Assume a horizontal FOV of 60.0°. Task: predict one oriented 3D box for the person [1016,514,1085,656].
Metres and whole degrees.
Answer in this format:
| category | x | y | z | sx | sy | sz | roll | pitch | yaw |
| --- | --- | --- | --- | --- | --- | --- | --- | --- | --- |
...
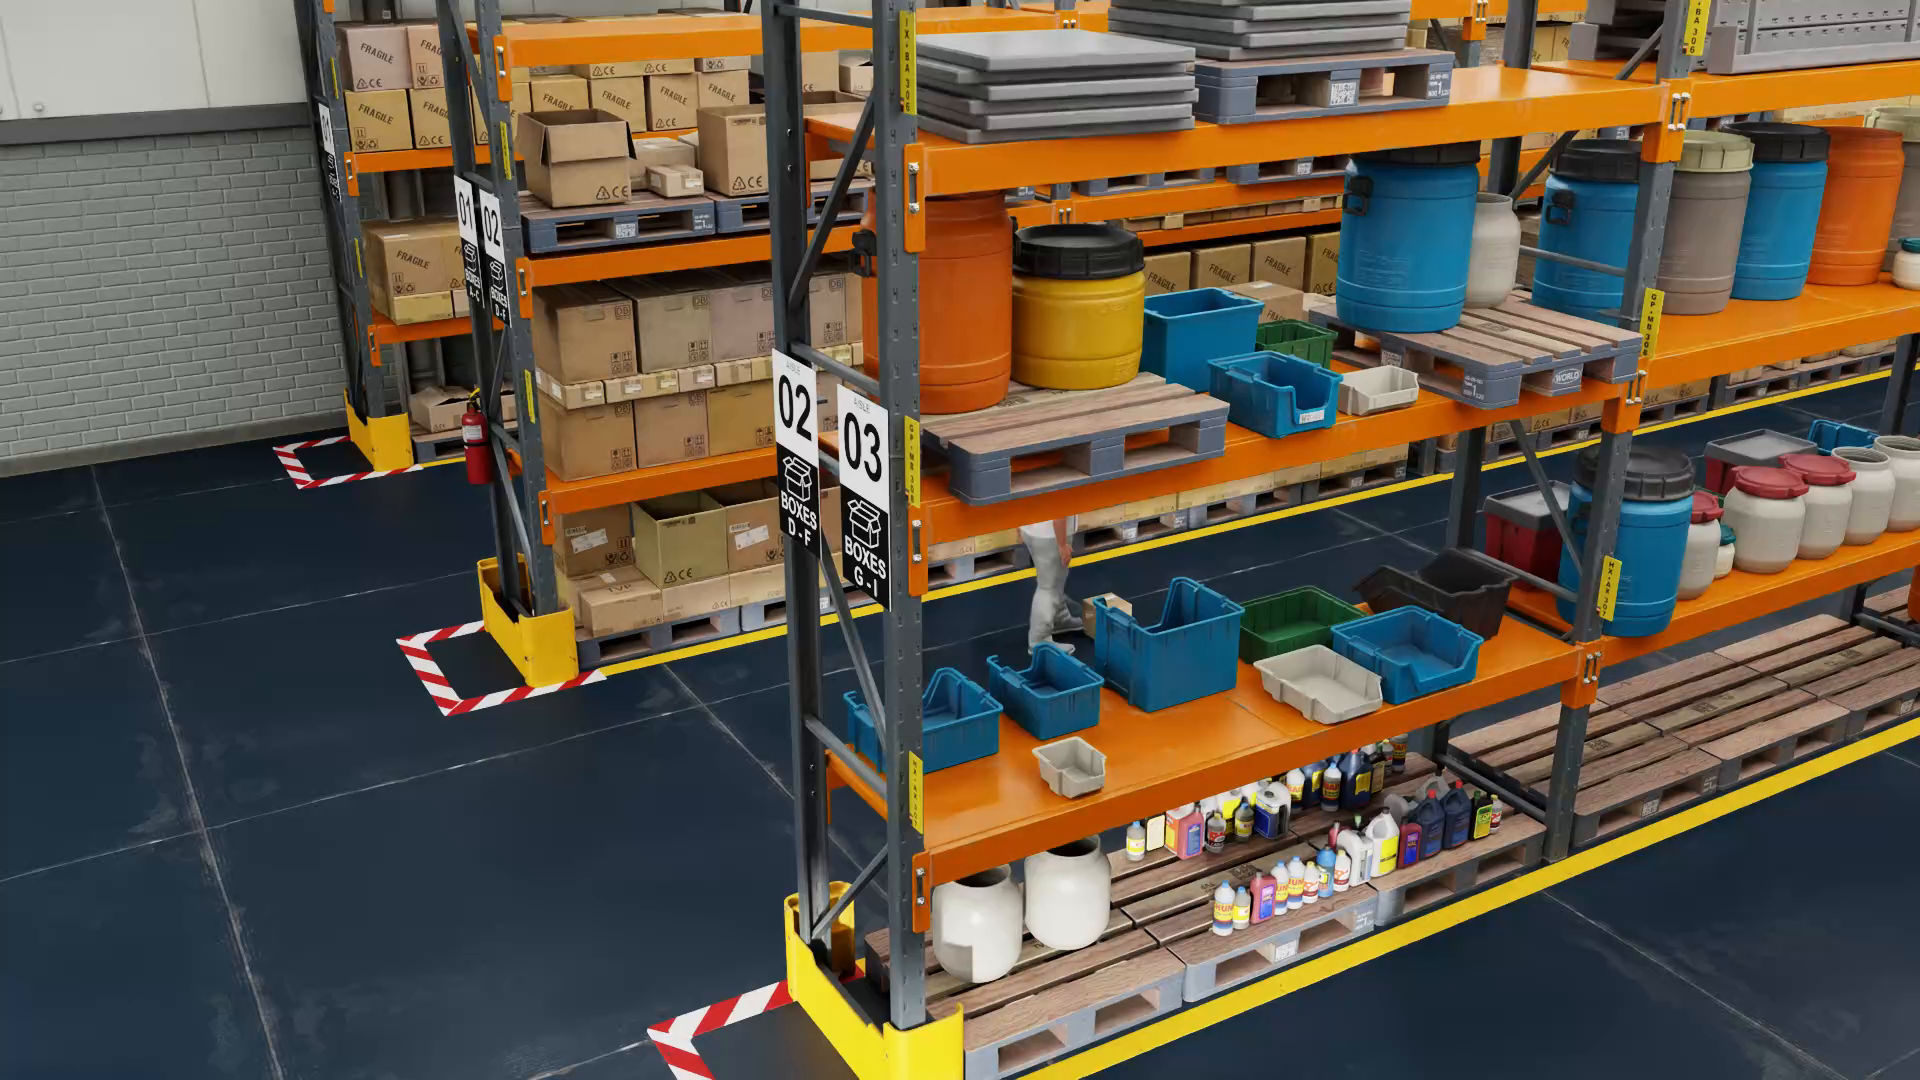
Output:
| category | x | y | z | sx | sy | sz | roll | pitch | yaw |
| --- | --- | --- | --- | --- | --- | --- | --- | --- | --- |
| person | 0.707 | -0.086 | 11.265 | 0.643 | 1.747 | 0.599 | -10 | 24 | -23 |
